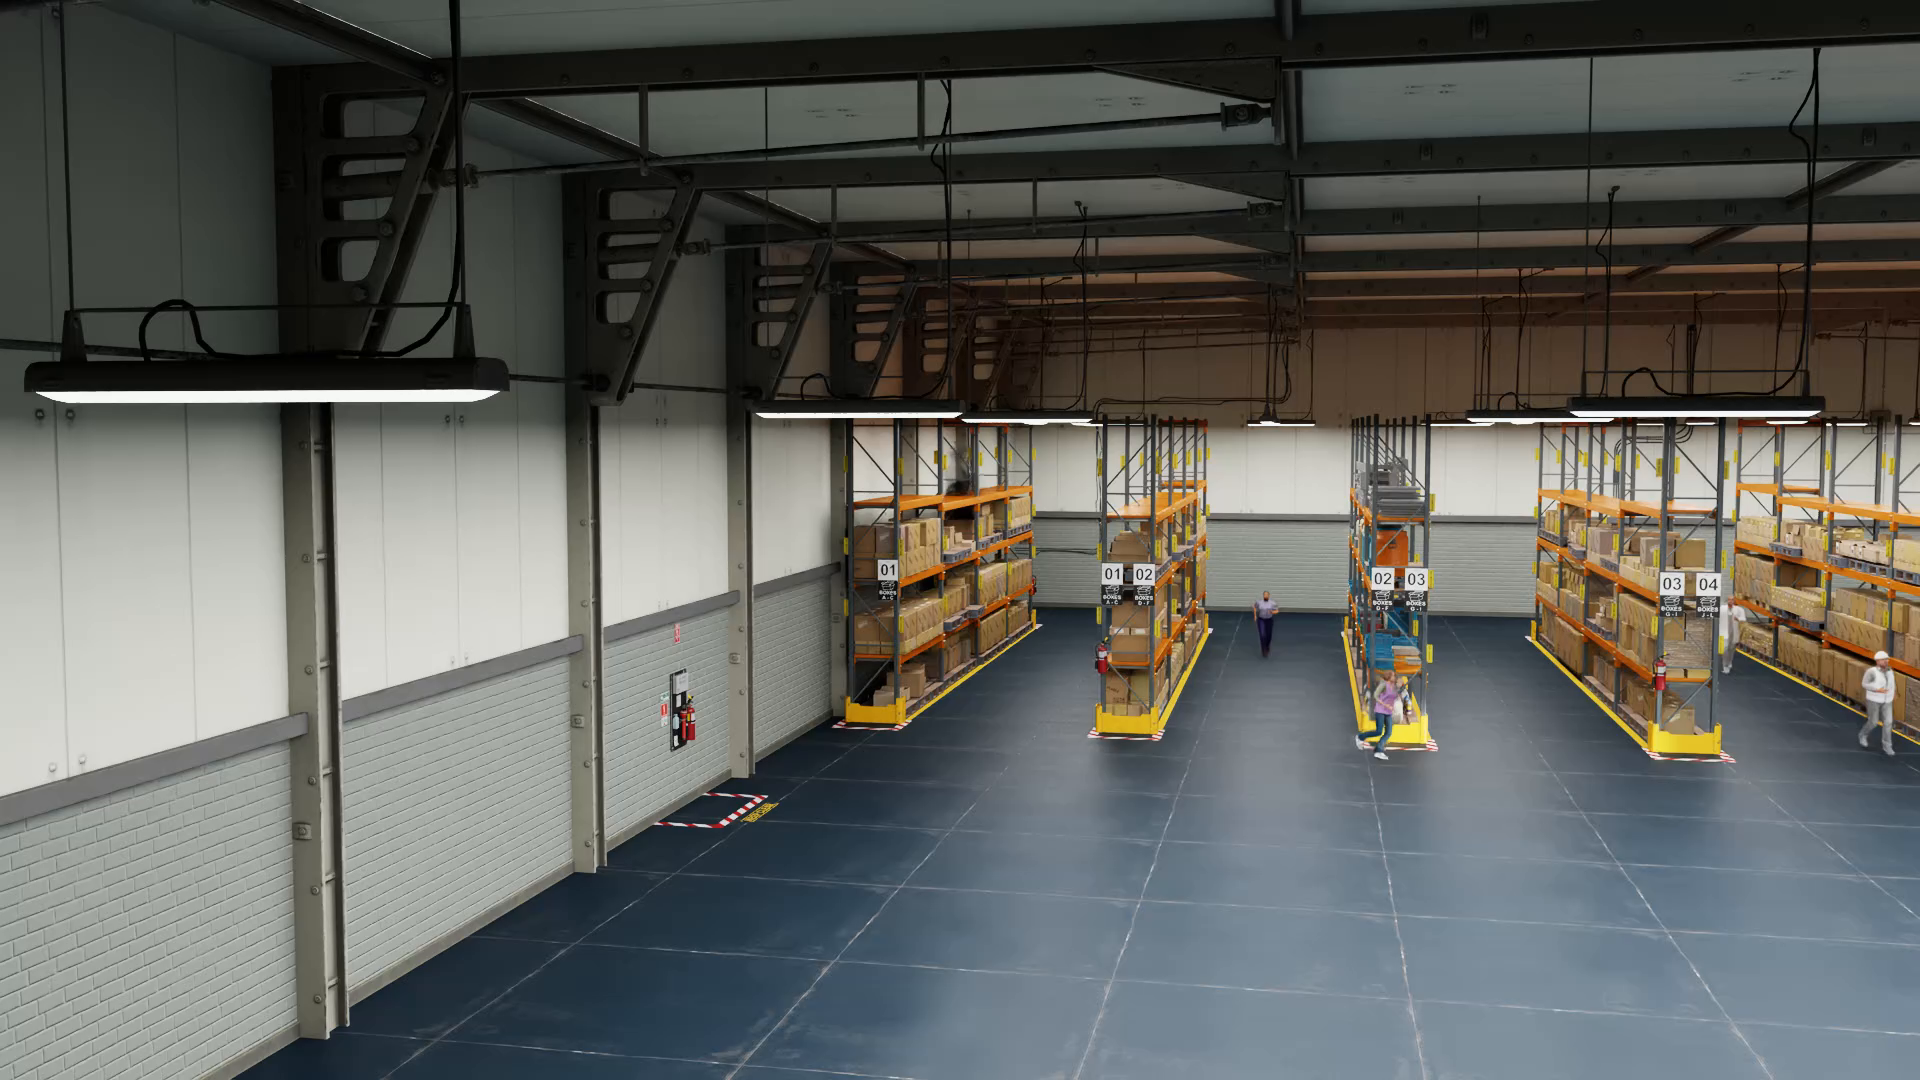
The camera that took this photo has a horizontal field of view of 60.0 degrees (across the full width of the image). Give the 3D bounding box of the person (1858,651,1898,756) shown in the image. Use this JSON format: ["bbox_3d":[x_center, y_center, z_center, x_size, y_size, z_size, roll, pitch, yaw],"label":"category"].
[{"bbox_3d":[16.322,2.866,29.524,0.675,1.803,0.851,0,4,-1],"label":"person"}]

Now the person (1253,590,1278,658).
[{"bbox_3d":[7.708,2.088,41.892,0.599,1.651,0.937,0,4,4],"label":"person"}]

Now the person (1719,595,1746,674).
[{"bbox_3d":[18.166,2.212,39.277,0.679,1.839,0.894,1,4,13],"label":"person"}]

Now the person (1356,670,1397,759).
[{"bbox_3d":[7.376,3.028,29.169,0.594,1.527,0.691,-3,5,-40],"label":"person"}]
